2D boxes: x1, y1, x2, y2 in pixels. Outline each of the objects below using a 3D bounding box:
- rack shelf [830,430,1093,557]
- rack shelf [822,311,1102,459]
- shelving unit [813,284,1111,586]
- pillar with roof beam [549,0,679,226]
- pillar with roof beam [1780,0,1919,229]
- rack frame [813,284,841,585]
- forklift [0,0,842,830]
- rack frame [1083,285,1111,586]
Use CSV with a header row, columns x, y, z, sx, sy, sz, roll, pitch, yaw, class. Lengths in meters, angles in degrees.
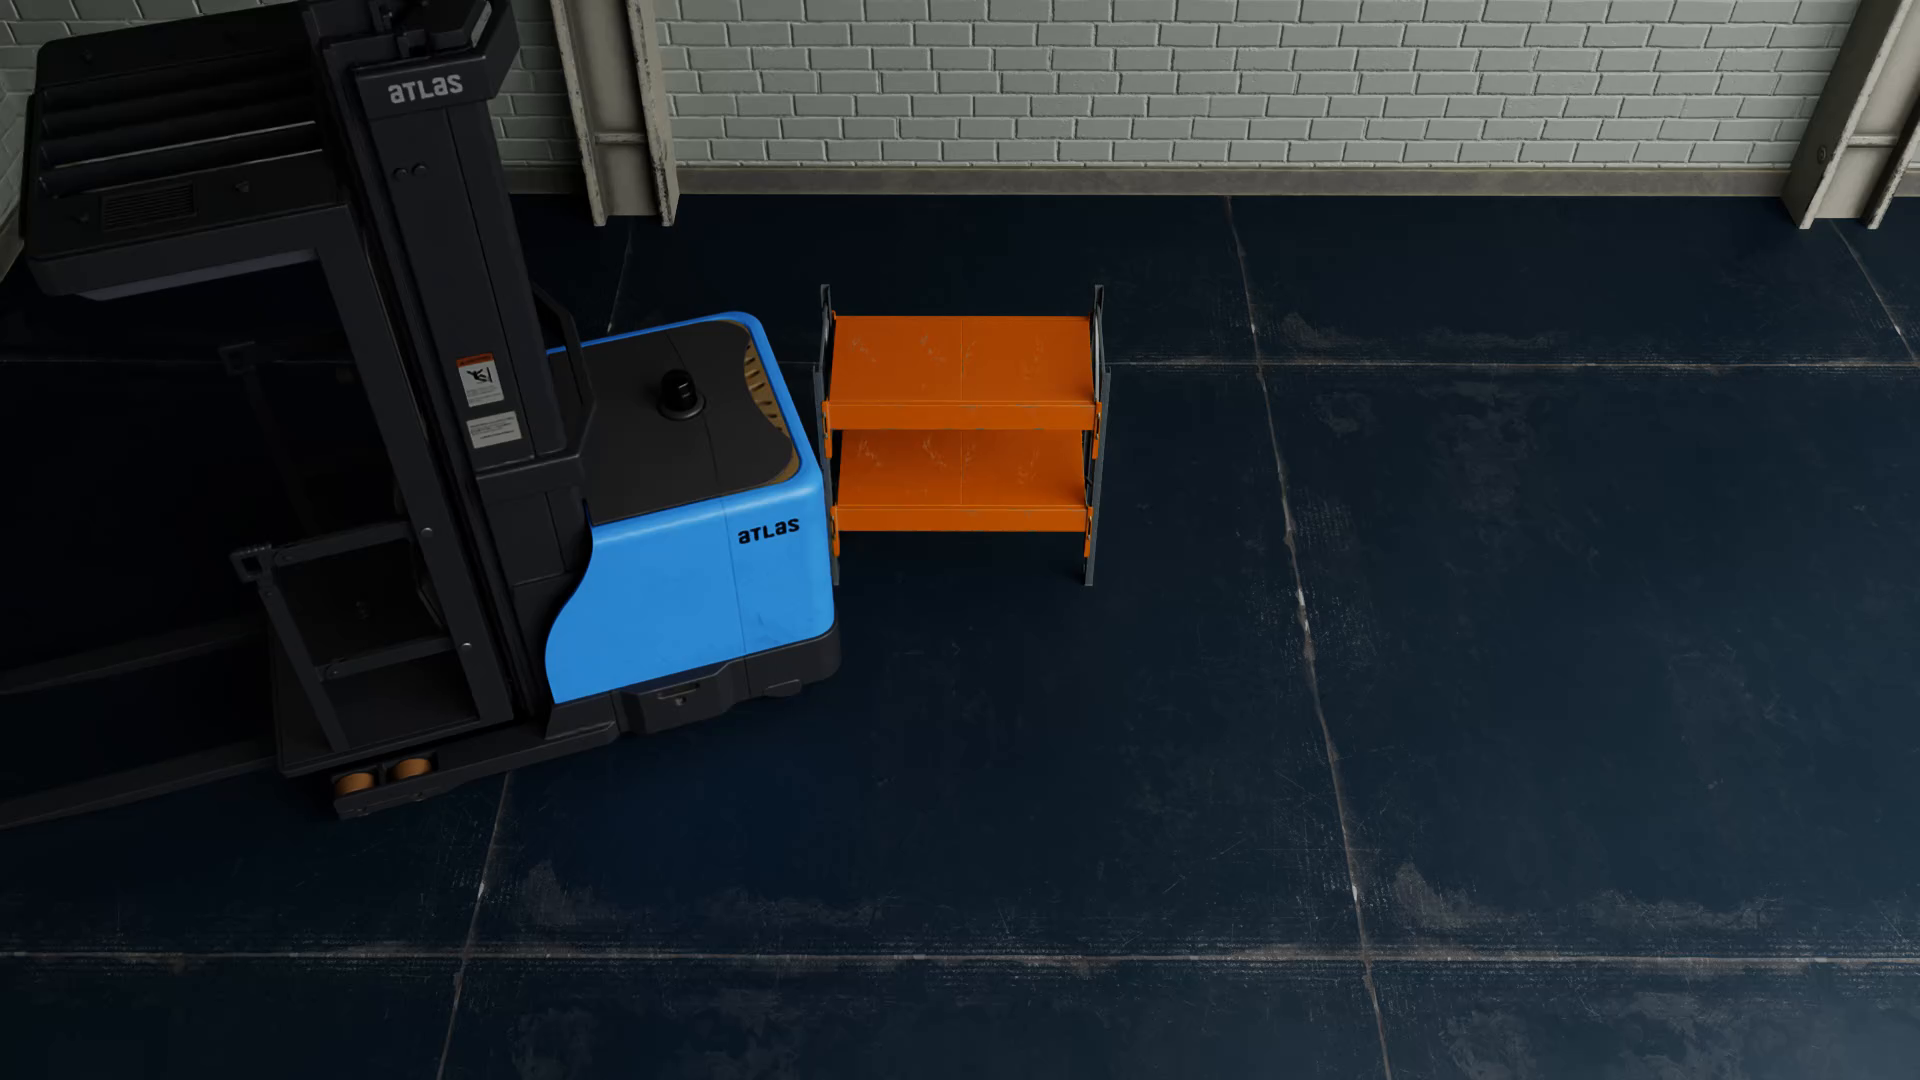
x,y,z,sx,sy,sz,roll,pitch,yaw,class
0.007,-0.217,6.598,1.000,0.278,0.538,0,47,0,rack shelf
0.007,-0.583,6.205,1.000,0.278,0.538,0,47,0,rack shelf
0.007,-0.383,6.419,1.048,1.125,0.538,0,47,0,shelving unit
-1.645,-1.592,2.165,0.400,9.000,9.100,0,47,0,pillar with roof beam
4.355,-1.576,2.150,0.400,9.000,9.100,0,47,0,pillar with roof beam
-0.502,-0.385,6.420,0.032,1.125,0.500,0,47,0,rack frame
-2.023,-0.453,5.251,3.031,2.935,1.130,-14,49,-13,forklift
0.515,-0.382,6.418,0.032,1.125,0.500,0,47,0,rack frame
